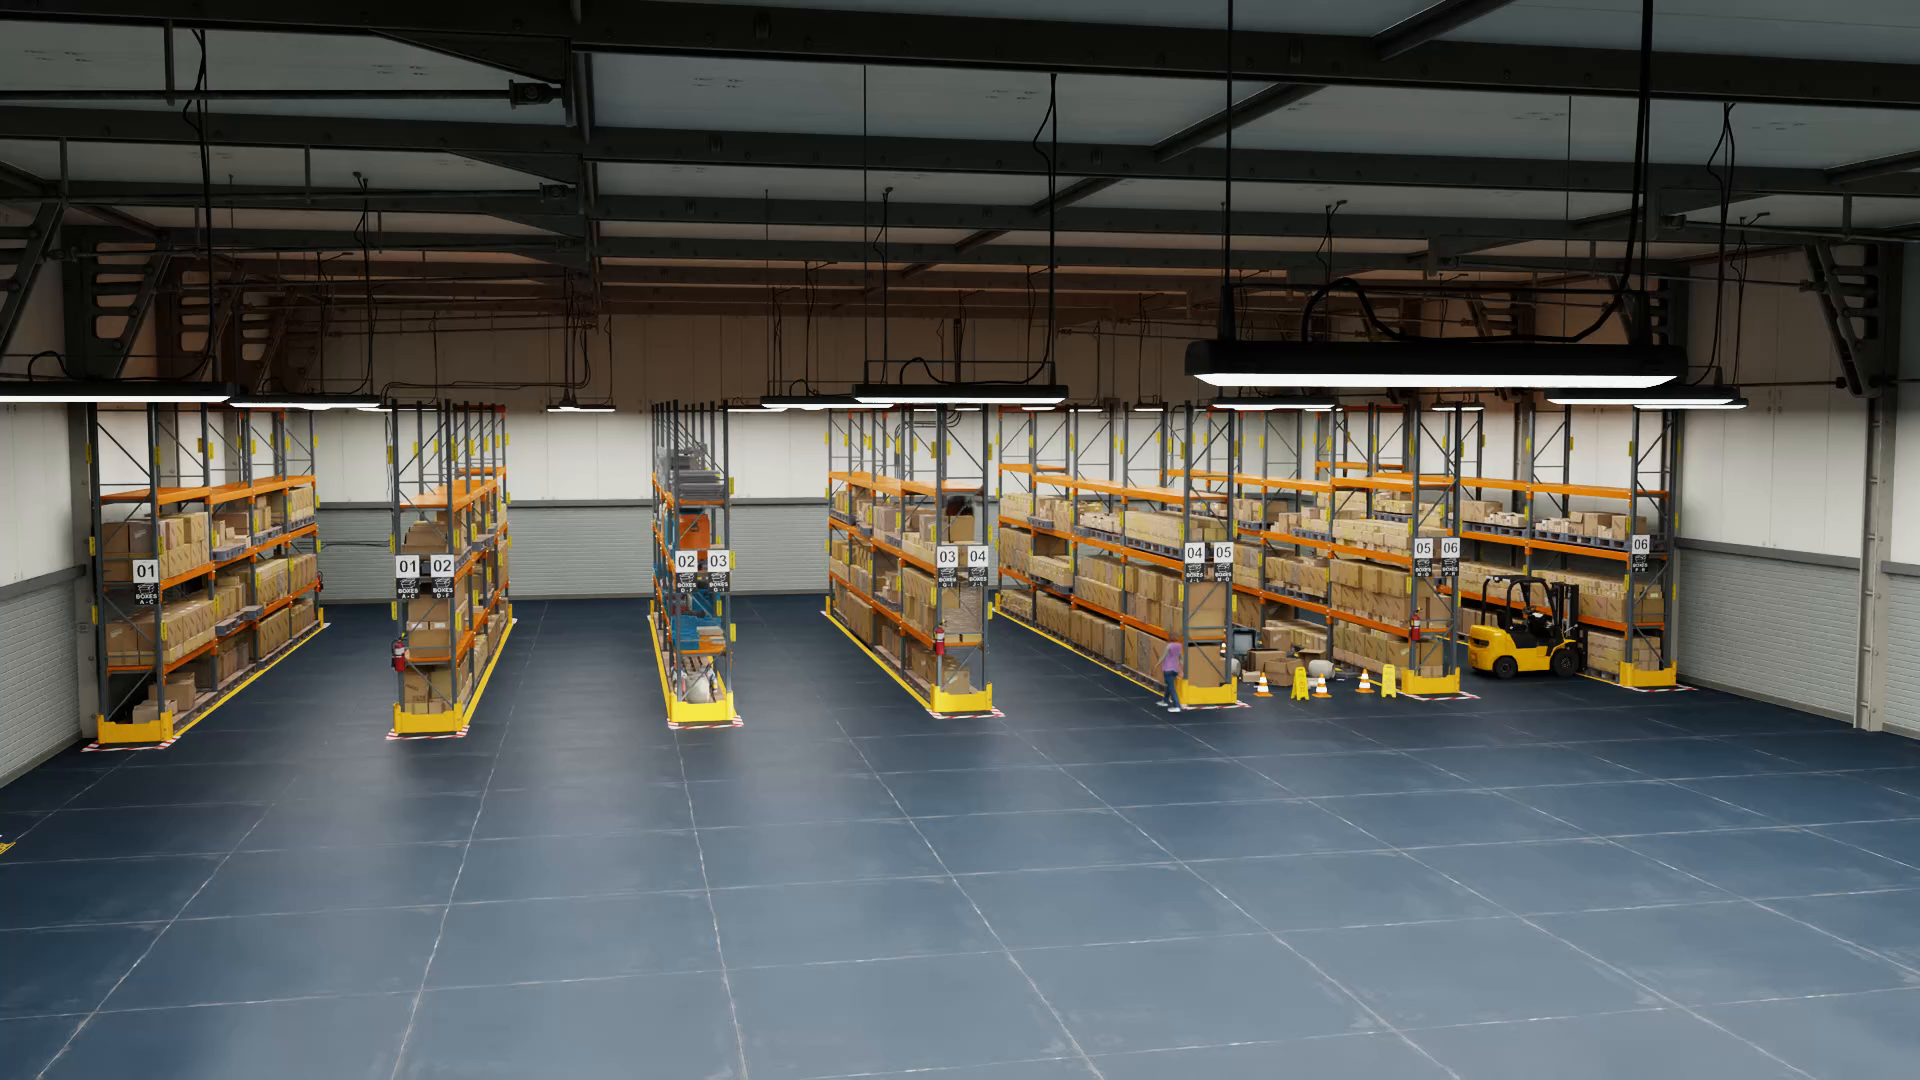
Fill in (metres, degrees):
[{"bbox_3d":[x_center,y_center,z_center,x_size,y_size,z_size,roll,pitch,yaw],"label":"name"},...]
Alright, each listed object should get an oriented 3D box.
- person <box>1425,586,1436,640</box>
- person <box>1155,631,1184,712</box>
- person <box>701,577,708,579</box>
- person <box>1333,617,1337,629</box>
[{"bbox_3d":[10.870,1.937,38.512,0.511,1.779,0.605,1,4,13],"label":"person"},{"bbox_3d":[4.033,2.516,32.130,0.453,1.531,0.880,-2,5,-29],"label":"person"},{"bbox_3d":[-7.418,1.199,49.083,0.472,1.623,0.997,-2,5,-21],"label":"person"},{"bbox_3d":[9.575,1.696,42.805,0.331,1.605,0.424,0,4,4],"label":"person"}]
